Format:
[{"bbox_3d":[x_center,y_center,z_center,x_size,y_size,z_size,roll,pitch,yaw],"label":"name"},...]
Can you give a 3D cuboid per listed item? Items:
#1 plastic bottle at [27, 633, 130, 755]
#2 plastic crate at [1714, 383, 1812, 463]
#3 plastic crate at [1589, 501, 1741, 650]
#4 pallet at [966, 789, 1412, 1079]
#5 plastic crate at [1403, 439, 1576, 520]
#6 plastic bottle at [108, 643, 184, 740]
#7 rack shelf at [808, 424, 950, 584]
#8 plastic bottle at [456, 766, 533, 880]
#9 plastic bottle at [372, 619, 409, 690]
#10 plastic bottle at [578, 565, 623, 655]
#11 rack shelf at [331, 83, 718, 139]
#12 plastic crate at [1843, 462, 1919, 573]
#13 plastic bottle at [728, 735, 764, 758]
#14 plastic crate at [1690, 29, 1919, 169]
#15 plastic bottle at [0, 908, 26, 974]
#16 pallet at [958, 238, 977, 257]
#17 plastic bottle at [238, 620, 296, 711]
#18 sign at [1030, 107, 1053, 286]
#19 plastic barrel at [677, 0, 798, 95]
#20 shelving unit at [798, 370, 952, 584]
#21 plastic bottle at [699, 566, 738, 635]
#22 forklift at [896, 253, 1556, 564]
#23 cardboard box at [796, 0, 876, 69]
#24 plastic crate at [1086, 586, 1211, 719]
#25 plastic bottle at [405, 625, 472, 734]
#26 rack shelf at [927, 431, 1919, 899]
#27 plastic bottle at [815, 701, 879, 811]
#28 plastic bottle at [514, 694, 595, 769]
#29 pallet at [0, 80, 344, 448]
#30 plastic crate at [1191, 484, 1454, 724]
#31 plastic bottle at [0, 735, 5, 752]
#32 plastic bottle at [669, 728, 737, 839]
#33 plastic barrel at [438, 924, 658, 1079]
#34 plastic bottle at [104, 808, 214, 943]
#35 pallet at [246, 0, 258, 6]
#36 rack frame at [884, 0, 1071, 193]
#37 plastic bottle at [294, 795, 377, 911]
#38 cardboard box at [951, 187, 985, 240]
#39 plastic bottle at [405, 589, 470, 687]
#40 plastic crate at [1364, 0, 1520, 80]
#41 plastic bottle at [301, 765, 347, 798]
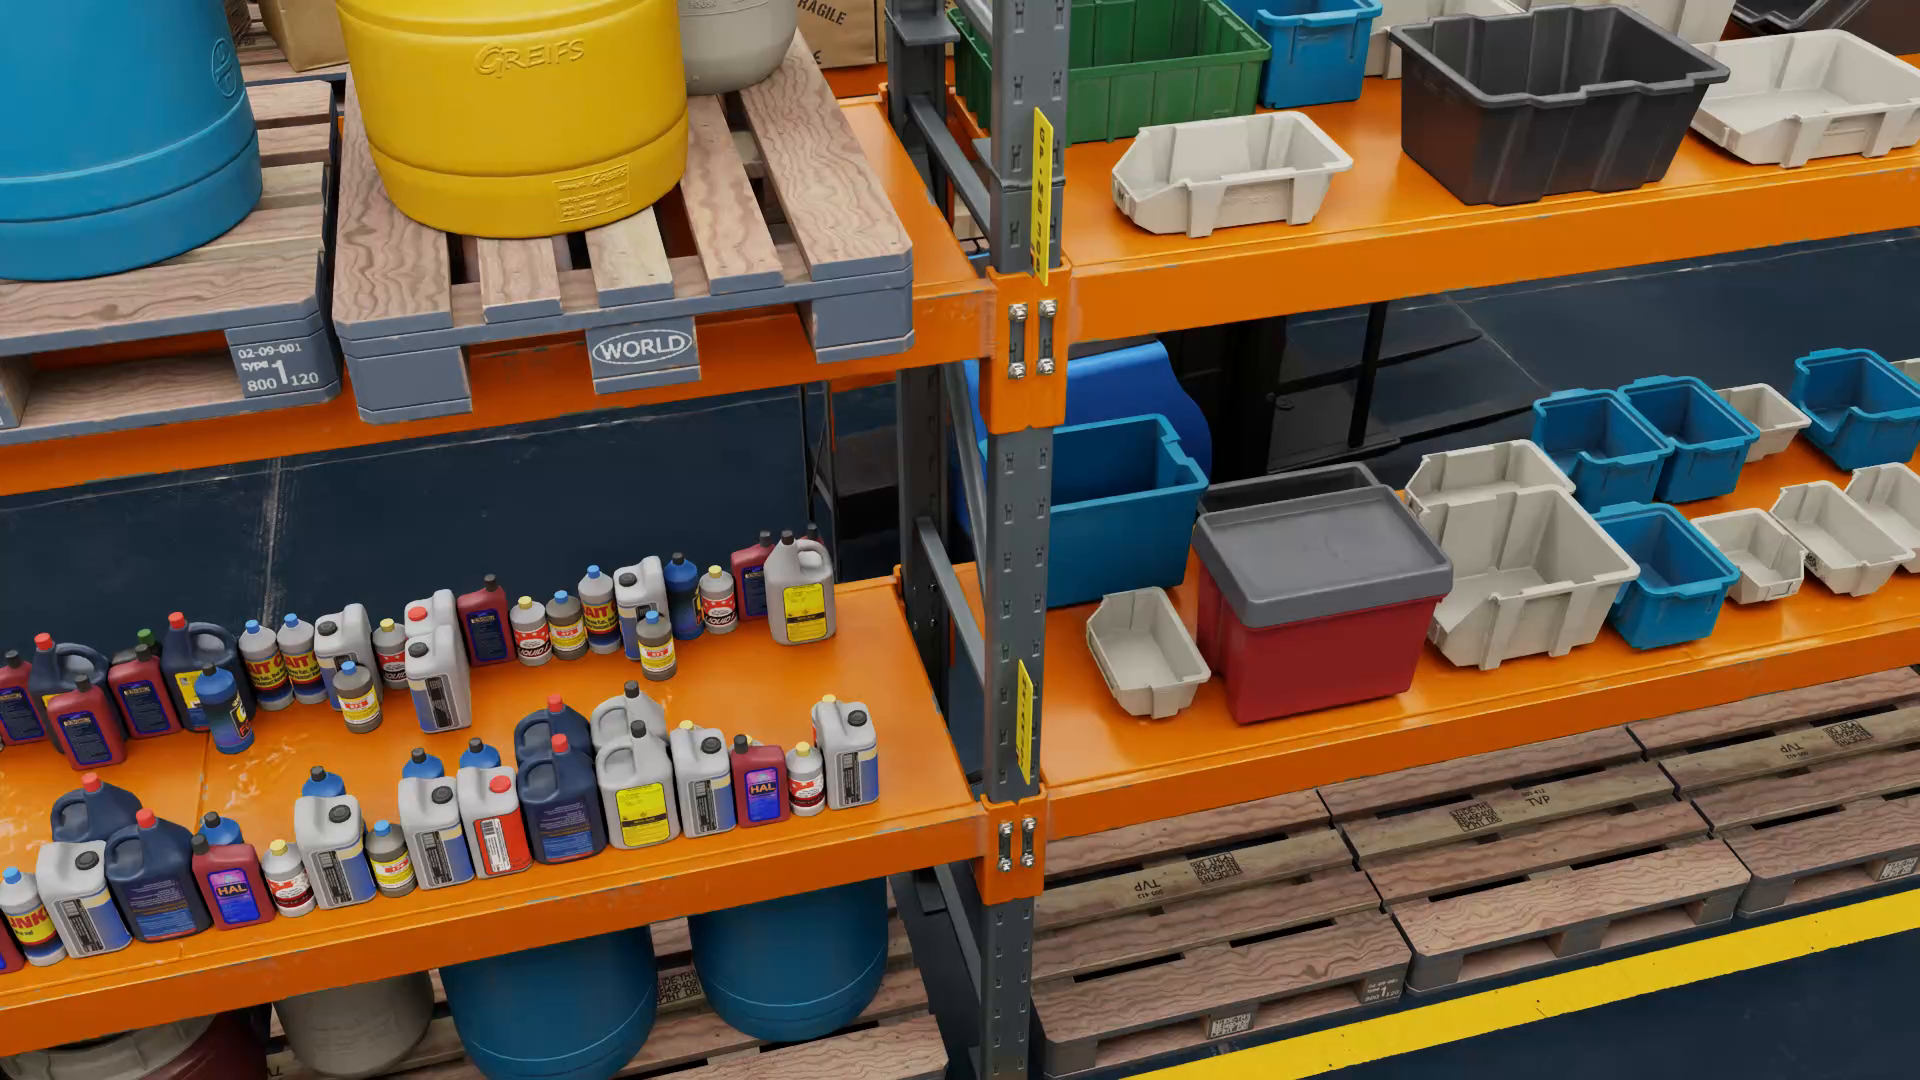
[{"bbox_3d":[-2.302,0.382,4.322,0.185,0.351,0.144,-9,38,-12],"label":"plastic bottle"},{"bbox_3d":[2.564,-0.372,5.435,0.298,0.136,0.250,-9,38,-12],"label":"plastic crate"},{"bbox_3d":[1.958,0.110,4.726,0.300,0.233,0.416,-9,38,-12],"label":"plastic crate"},{"bbox_3d":[0.712,1.194,5.516,1.213,0.211,1.003,-9,38,-12],"label":"pallet"},{"bbox_3d":[1.615,-0.146,5.140,0.466,0.136,0.293,-9,38,-12],"label":"plastic crate"},{"bbox_3d":[-2.144,0.395,4.361,0.133,0.283,0.061,-9,38,-12],"label":"plastic bottle"},{"bbox_3d":[-0.341,-0.158,6.903,0.480,0.518,0.431,-14,39,-17],"label":"rack shelf"},{"bbox_3d":[-1.124,0.664,4.015,0.135,0.276,0.152,-9,38,-12],"label":"plastic bottle"},{"bbox_3d":[-1.547,0.303,4.549,0.097,0.201,0.097,0,37,0],"label":"plastic bottle"},{"bbox_3d":[-1.006,0.187,4.643,0.097,0.271,0.097,0,37,0],"label":"plastic bottle"},{"bbox_3d":[-3.206,-2.078,8.090,4.000,0.370,1.077,-9,38,-12],"label":"rack shelf"},{"bbox_3d":[2.850,-0.055,5.020,0.243,0.136,0.396,-9,38,-12],"label":"plastic crate"},{"bbox_3d":[-0.533,0.576,4.192,0.097,0.201,0.097,0,37,0],"label":"plastic bottle"},{"bbox_3d":[1.944,-1.022,3.866,0.530,0.136,0.437,-9,38,-12],"label":"plastic crate"},{"bbox_3d":[-2.220,0.870,3.740,0.133,0.283,0.061,-9,38,-12],"label":"plastic bottle"},{"bbox_3d":[-0.612,-1.681,9.274,1.213,0.211,1.003,-9,38,-12],"label":"pallet"},{"bbox_3d":[-1.865,0.327,4.459,0.097,0.271,0.097,0,37,0],"label":"plastic bottle"},{"bbox_3d":[0.154,-0.647,3.150,0.005,0.325,0.100,-9,38,-12],"label":"sign"},{"bbox_3d":[-0.561,-1.251,3.490,0.433,0.535,0.433,0,37,0],"label":"plastic barrel"},{"bbox_3d":[-0.341,-0.725,6.470,0.503,2.100,0.431,-14,39,-17],"label":"shelving unit"},{"bbox_3d":[-0.688,0.162,4.733,0.097,0.201,0.097,0,37,0],"label":"plastic bottle"},{"bbox_3d":[1.280,-1.506,6.806,3.031,2.935,1.130,-14,39,-17],"label":"forklift"},{"bbox_3d":[-0.712,-2.641,8.152,0.500,0.500,0.500,-8,38,-11],"label":"cardboard box"},{"bbox_3d":[0.499,0.316,4.535,0.243,0.136,0.396,-9,38,-12],"label":"plastic crate"},{"bbox_3d":[-1.388,0.360,4.412,0.135,0.276,0.152,-9,38,-12],"label":"plastic bottle"},{"bbox_3d":[1.943,0.194,5.119,4.000,0.370,1.077,-9,38,-12],"label":"rack shelf"},{"bbox_3d":[-0.284,0.527,4.195,0.135,0.276,0.152,-9,38,-12],"label":"plastic bottle"},{"bbox_3d":[-1.006,0.527,4.133,0.185,0.351,0.144,-9,38,-12],"label":"plastic bottle"},{"bbox_3d":[-1.813,-0.528,3.158,1.213,0.211,1.003,-9,38,-12],"label":"pallet"},{"bbox_3d":[0.940,0.182,4.442,0.583,0.464,0.402,-9,38,-12],"label":"plastic crate"},{"bbox_3d":[-2.573,0.471,4.328,0.097,0.201,0.097,0,37,0],"label":"plastic bottle"},{"bbox_3d":[-0.637,0.584,4.119,0.135,0.276,0.152,-9,38,-12],"label":"plastic bottle"},{"bbox_3d":[-1.201,1.080,4.750,0.708,0.901,0.600,-9,38,-12],"label":"plastic barrel"},{"bbox_3d":[-1.853,0.757,3.832,0.185,0.351,0.144,-9,38,-12],"label":"plastic bottle"},{"bbox_3d":[-5.652,-3.925,12.208,1.213,0.211,1.003,-9,38,-12],"label":"pallet"},{"bbox_3d":[0.012,-2.157,2.664,0.127,3.000,1.000,-9,38,-12],"label":"rack frame"},{"bbox_3d":[-1.477,0.722,3.939,0.135,0.276,0.152,-9,38,-12],"label":"plastic bottle"},{"bbox_3d":[0.019,-1.813,9.121,0.250,0.166,0.380,-9,38,-12],"label":"cardboard box"},{"bbox_3d":[-1.428,0.271,4.529,0.135,0.276,0.152,-9,38,-12],"label":"plastic bottle"},{"bbox_3d":[1.141,-1.286,4.211,0.466,0.136,0.293,-9,38,-12],"label":"plastic crate"},{"bbox_3d":[-1.528,0.654,4.032,0.097,0.271,0.097,0,37,0],"label":"plastic bottle"}]
